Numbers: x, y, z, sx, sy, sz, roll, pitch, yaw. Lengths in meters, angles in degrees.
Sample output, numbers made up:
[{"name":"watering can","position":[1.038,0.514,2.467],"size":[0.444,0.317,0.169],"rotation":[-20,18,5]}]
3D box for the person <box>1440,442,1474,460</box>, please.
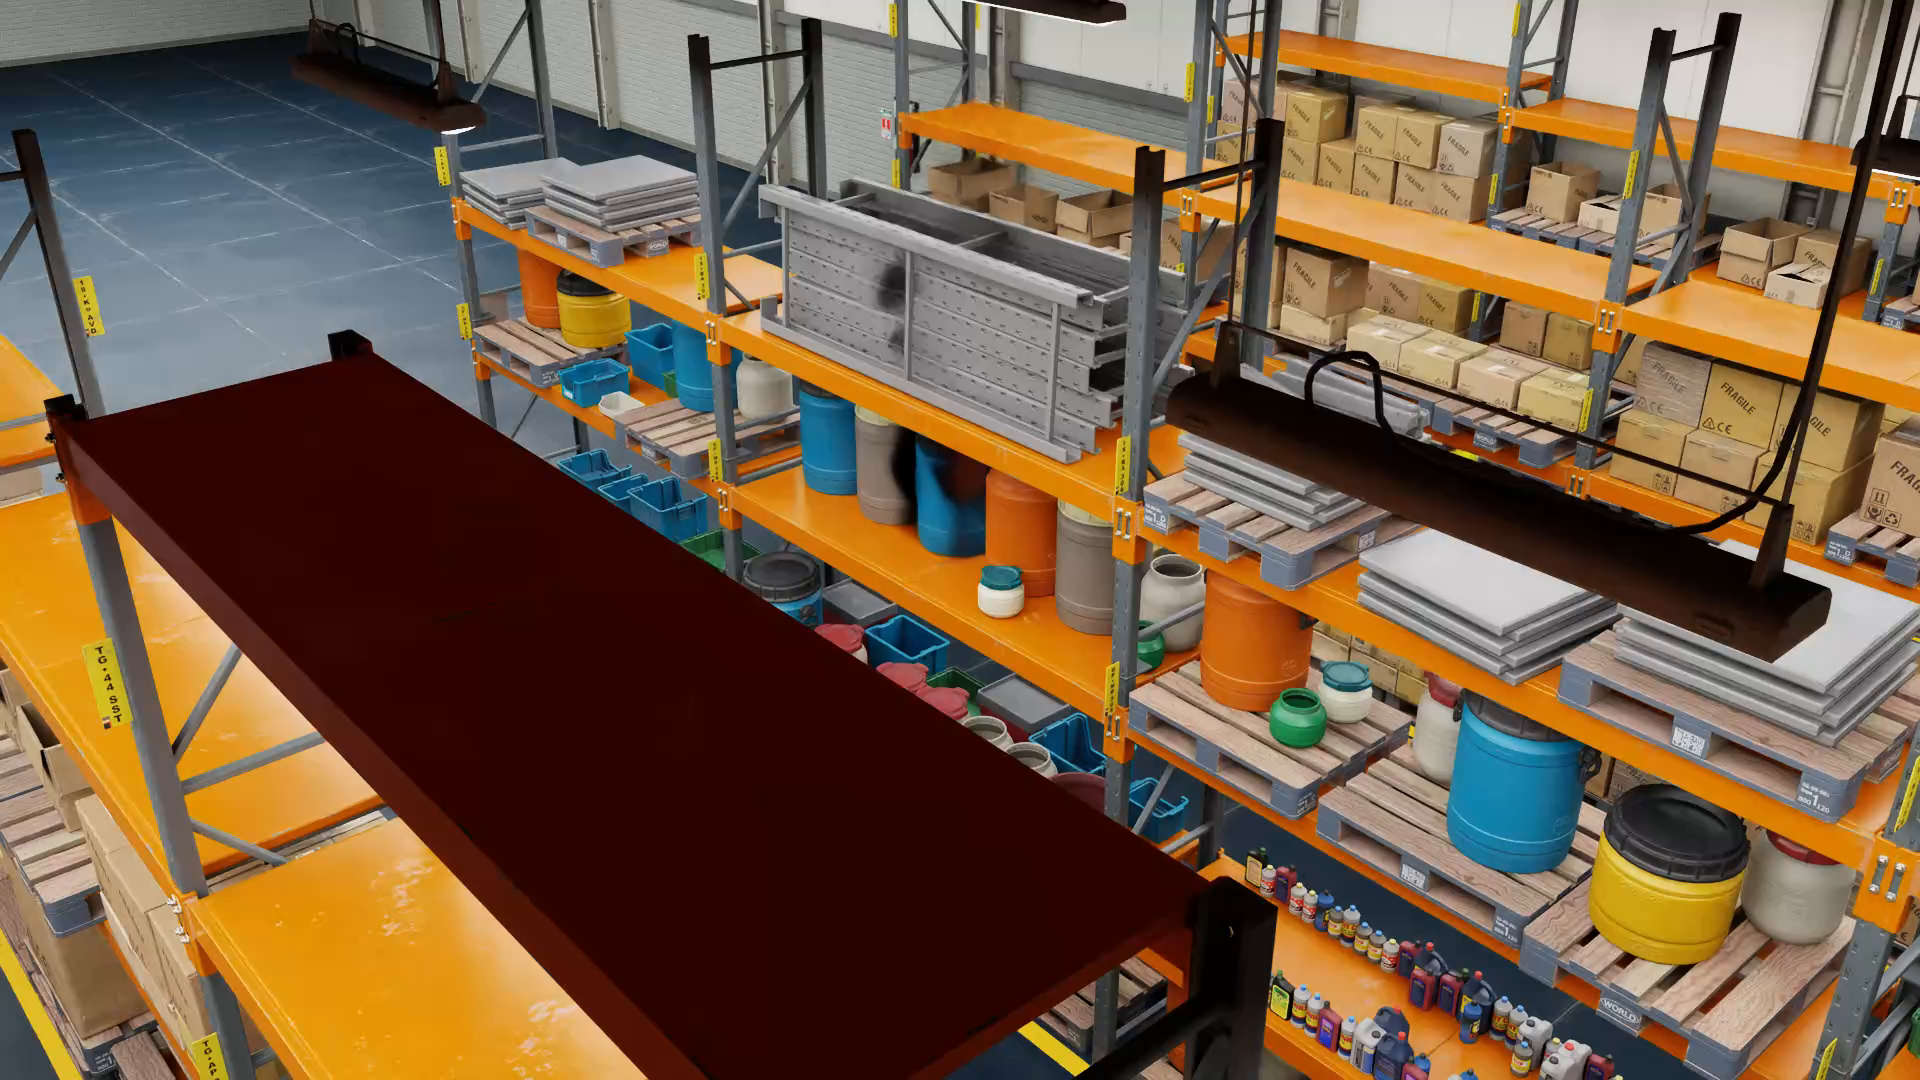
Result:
[{"name":"person","position":[4.756,-0.307,16.268],"size":[0.680,1.825,0.759],"rotation":[-21,34,-36]}]
